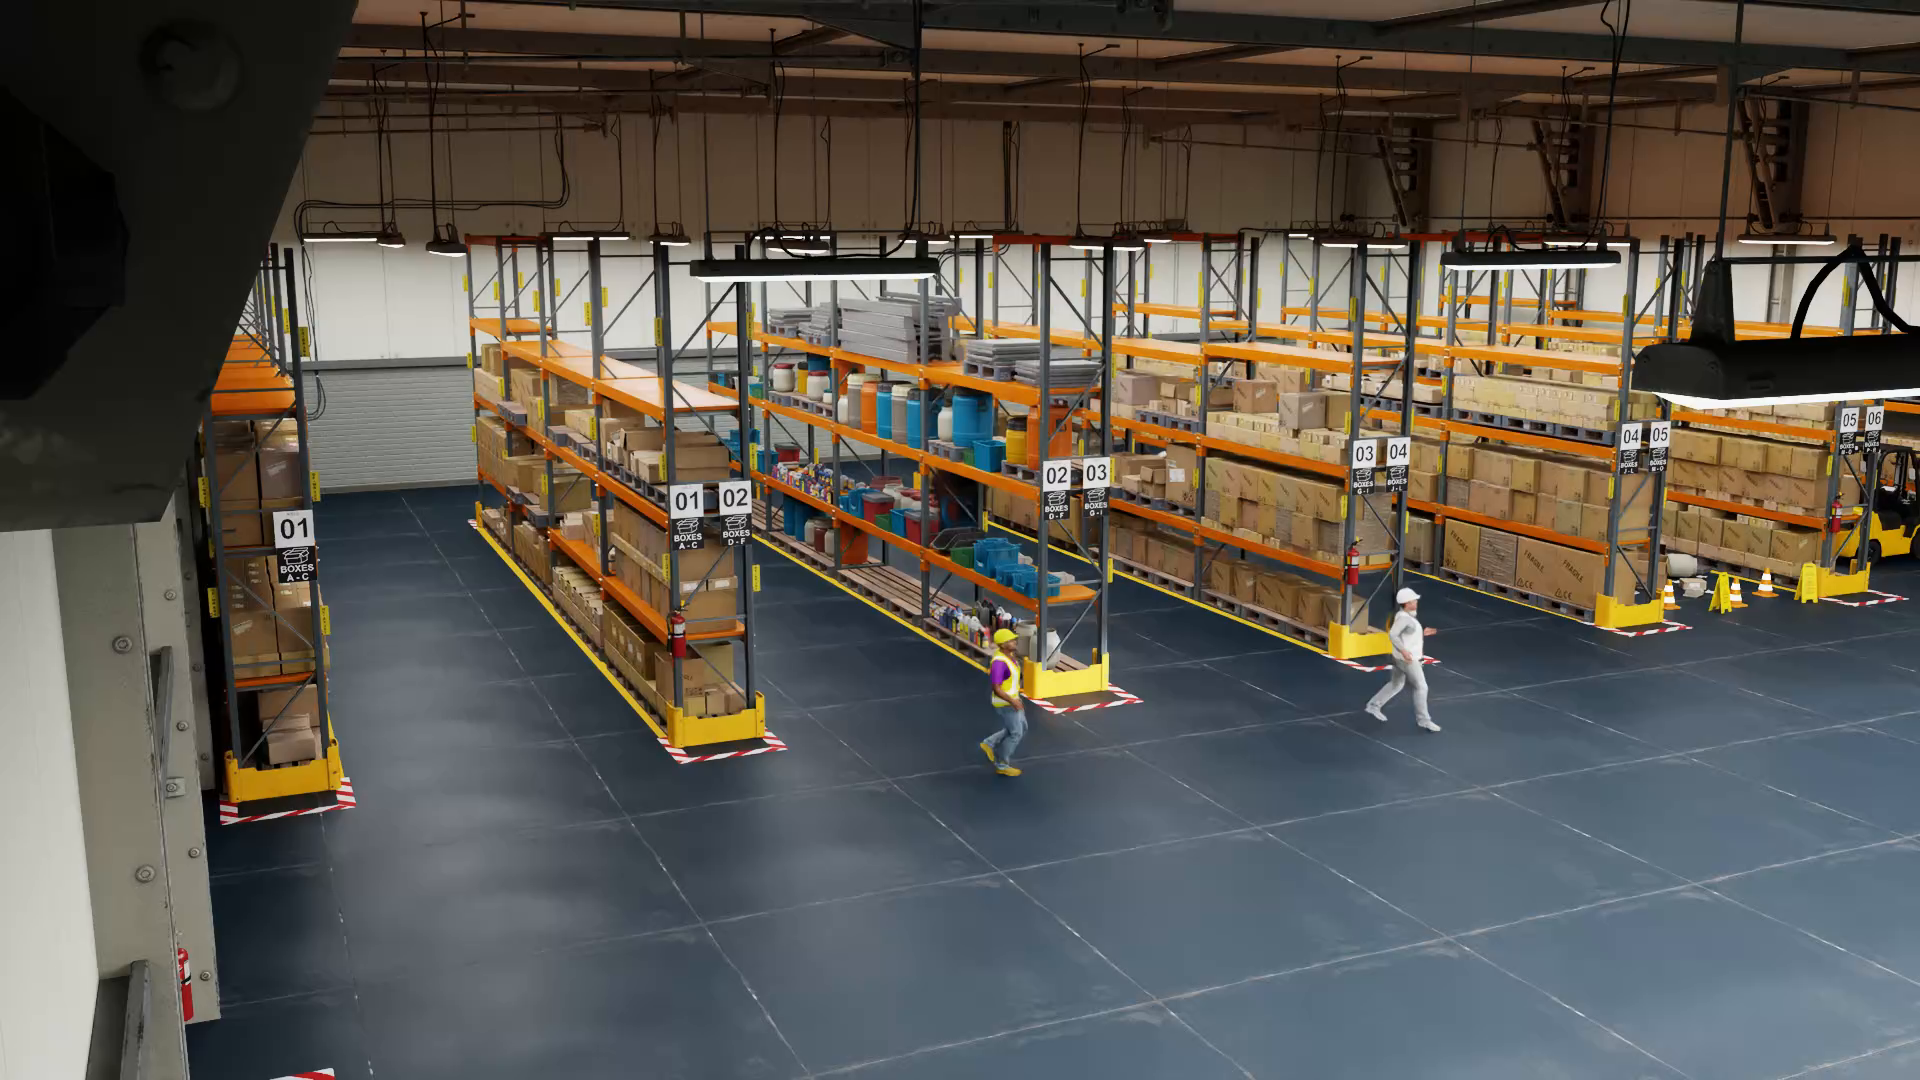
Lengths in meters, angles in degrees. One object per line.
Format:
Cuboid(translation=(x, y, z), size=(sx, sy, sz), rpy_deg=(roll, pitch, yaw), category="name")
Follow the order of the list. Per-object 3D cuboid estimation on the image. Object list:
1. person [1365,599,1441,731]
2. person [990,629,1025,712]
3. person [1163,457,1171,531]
Cuboid(translation=(5.564, 1.503, 20.747), size=(0.917, 1.738, 0.645), rpy_deg=(1, 11, 6), category="person")
Cuboid(translation=(0.546, 1.458, 19.002), size=(0.413, 0.926, 0.698), rpy_deg=(1, 11, 5), category="person")
Cuboid(translation=(4.064, -0.893, 33.319), size=(0.699, 1.698, 0.758), rpy_deg=(-7, 13, -34), category="person")
